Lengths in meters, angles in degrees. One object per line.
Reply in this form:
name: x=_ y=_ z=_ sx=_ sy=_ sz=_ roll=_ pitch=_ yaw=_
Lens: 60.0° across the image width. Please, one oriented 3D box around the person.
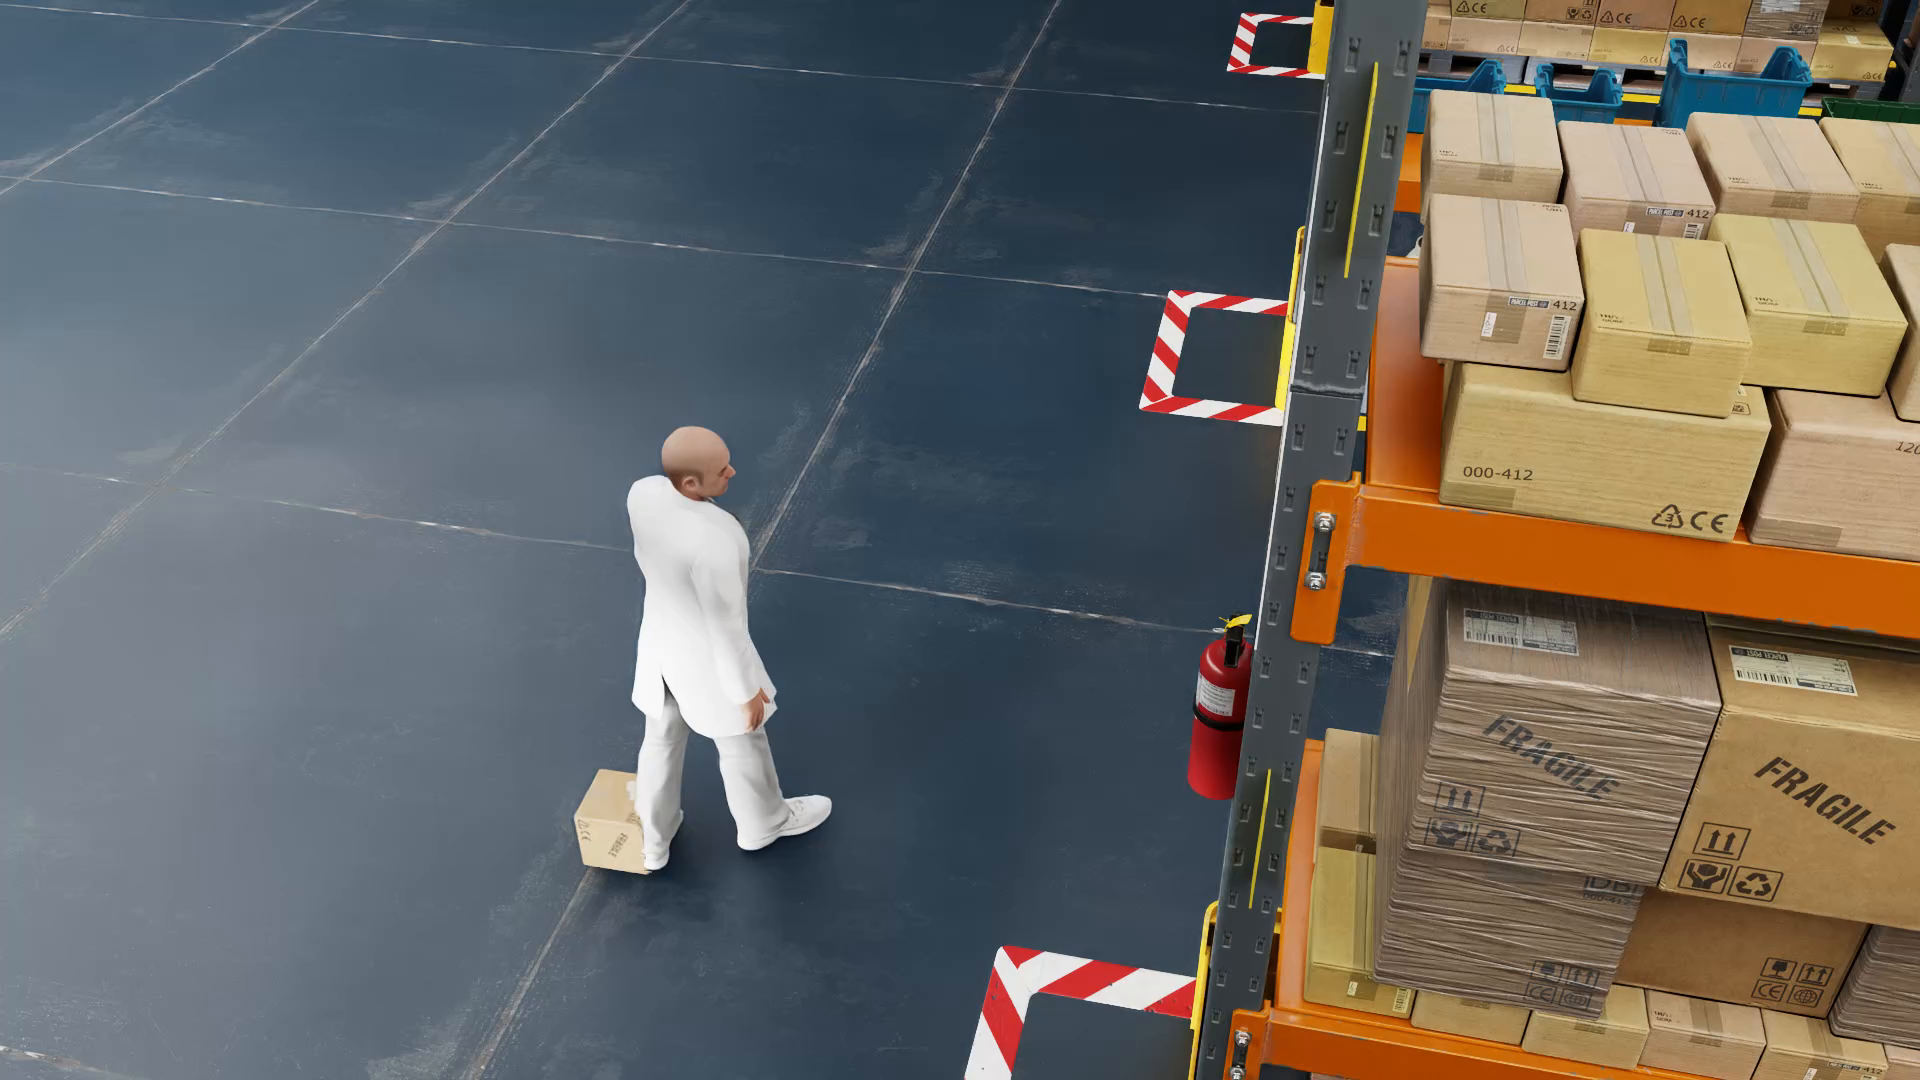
person: x=-0.849 y=0.375 z=5.628 sx=0.624 sy=1.776 sz=0.684 roll=30 pitch=46 yaw=34
